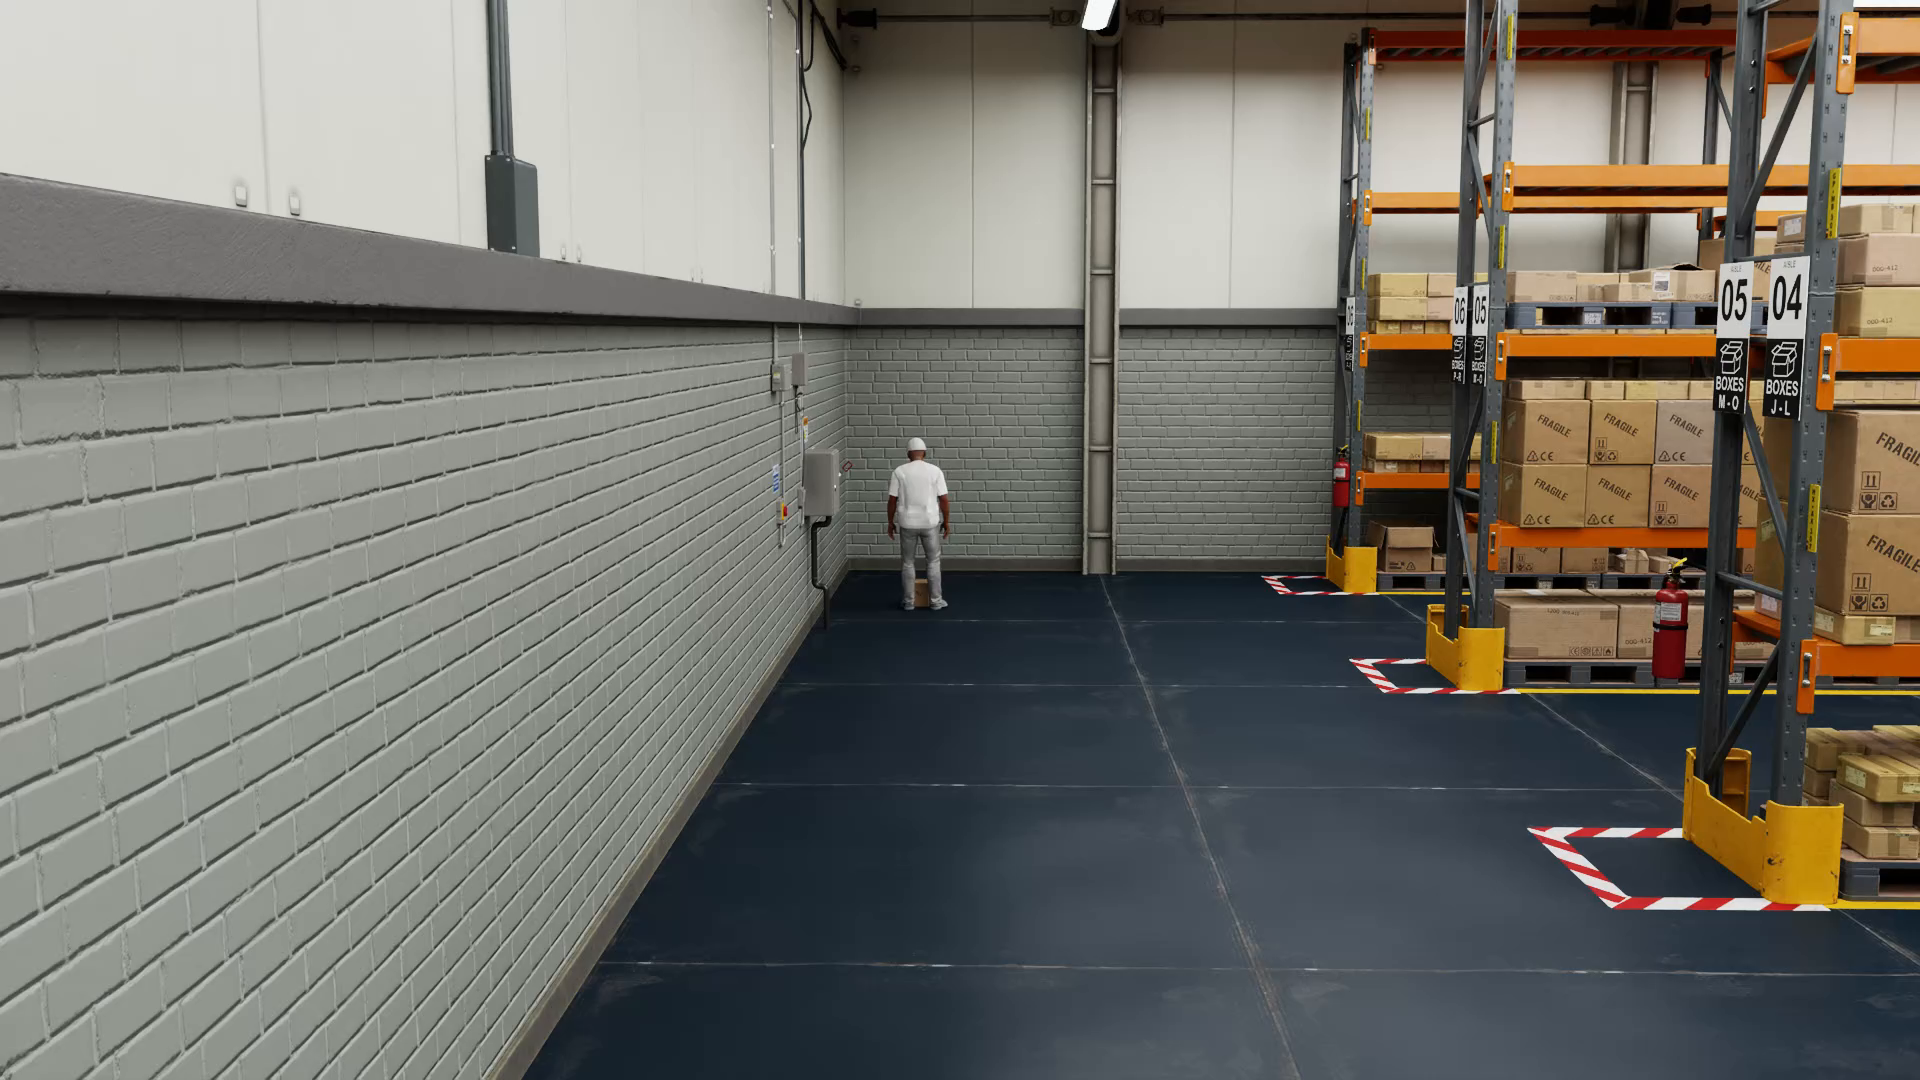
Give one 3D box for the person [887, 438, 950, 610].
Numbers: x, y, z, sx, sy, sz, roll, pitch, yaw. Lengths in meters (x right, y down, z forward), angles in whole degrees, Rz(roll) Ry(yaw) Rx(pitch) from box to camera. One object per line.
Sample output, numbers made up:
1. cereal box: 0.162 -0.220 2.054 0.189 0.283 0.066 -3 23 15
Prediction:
1. person: -0.423 -0.168 17.029 0.638 1.761 0.458 0 7 -1
